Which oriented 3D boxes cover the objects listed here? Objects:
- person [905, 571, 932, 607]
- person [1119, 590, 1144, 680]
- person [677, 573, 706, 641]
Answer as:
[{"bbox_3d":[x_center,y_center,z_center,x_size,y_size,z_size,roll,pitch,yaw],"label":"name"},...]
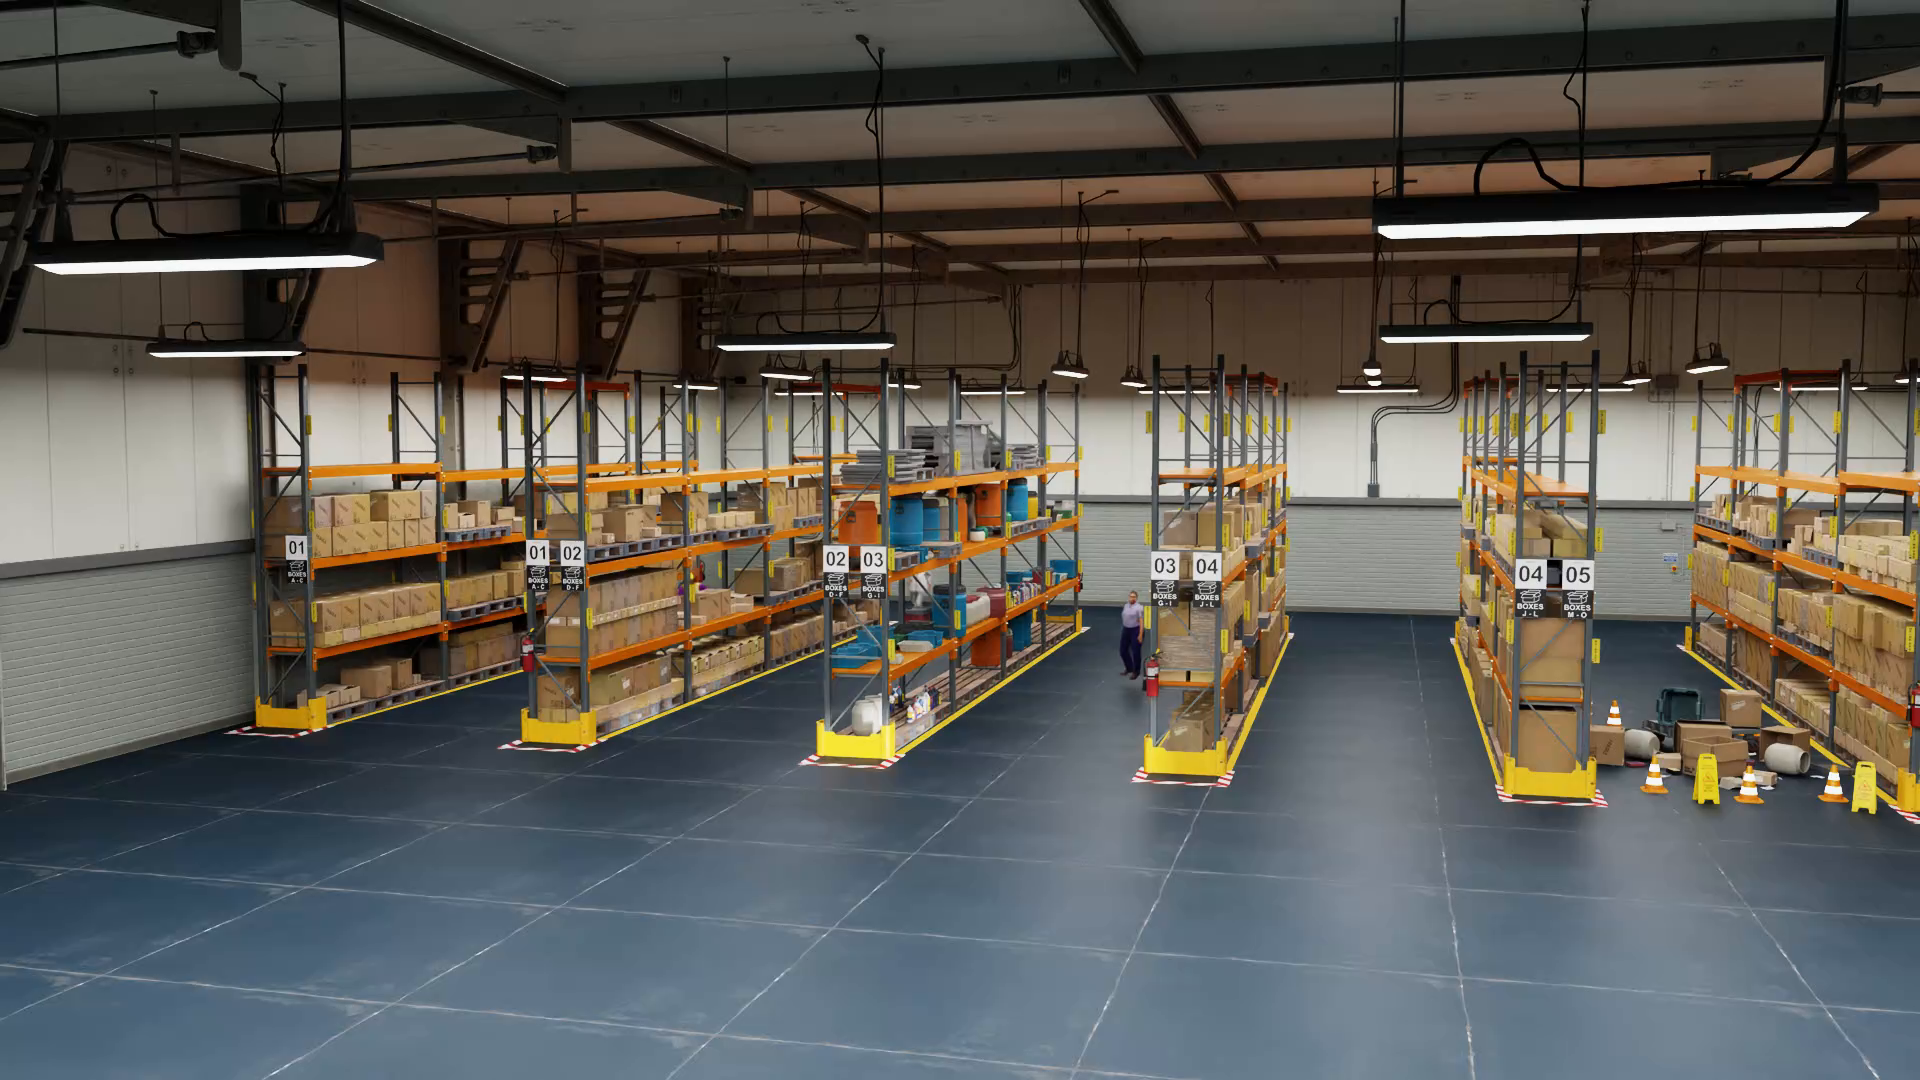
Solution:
[{"bbox_3d":[-1.053,1.280,41.232,0.615,1.825,0.833,1,4,17],"label":"person"},{"bbox_3d":[3.219,1.778,31.138,0.598,1.656,0.440,4,5,42],"label":"person"},{"bbox_3d":[-6.064,1.569,37.837,0.725,1.654,0.829,0,4,1],"label":"person"}]
